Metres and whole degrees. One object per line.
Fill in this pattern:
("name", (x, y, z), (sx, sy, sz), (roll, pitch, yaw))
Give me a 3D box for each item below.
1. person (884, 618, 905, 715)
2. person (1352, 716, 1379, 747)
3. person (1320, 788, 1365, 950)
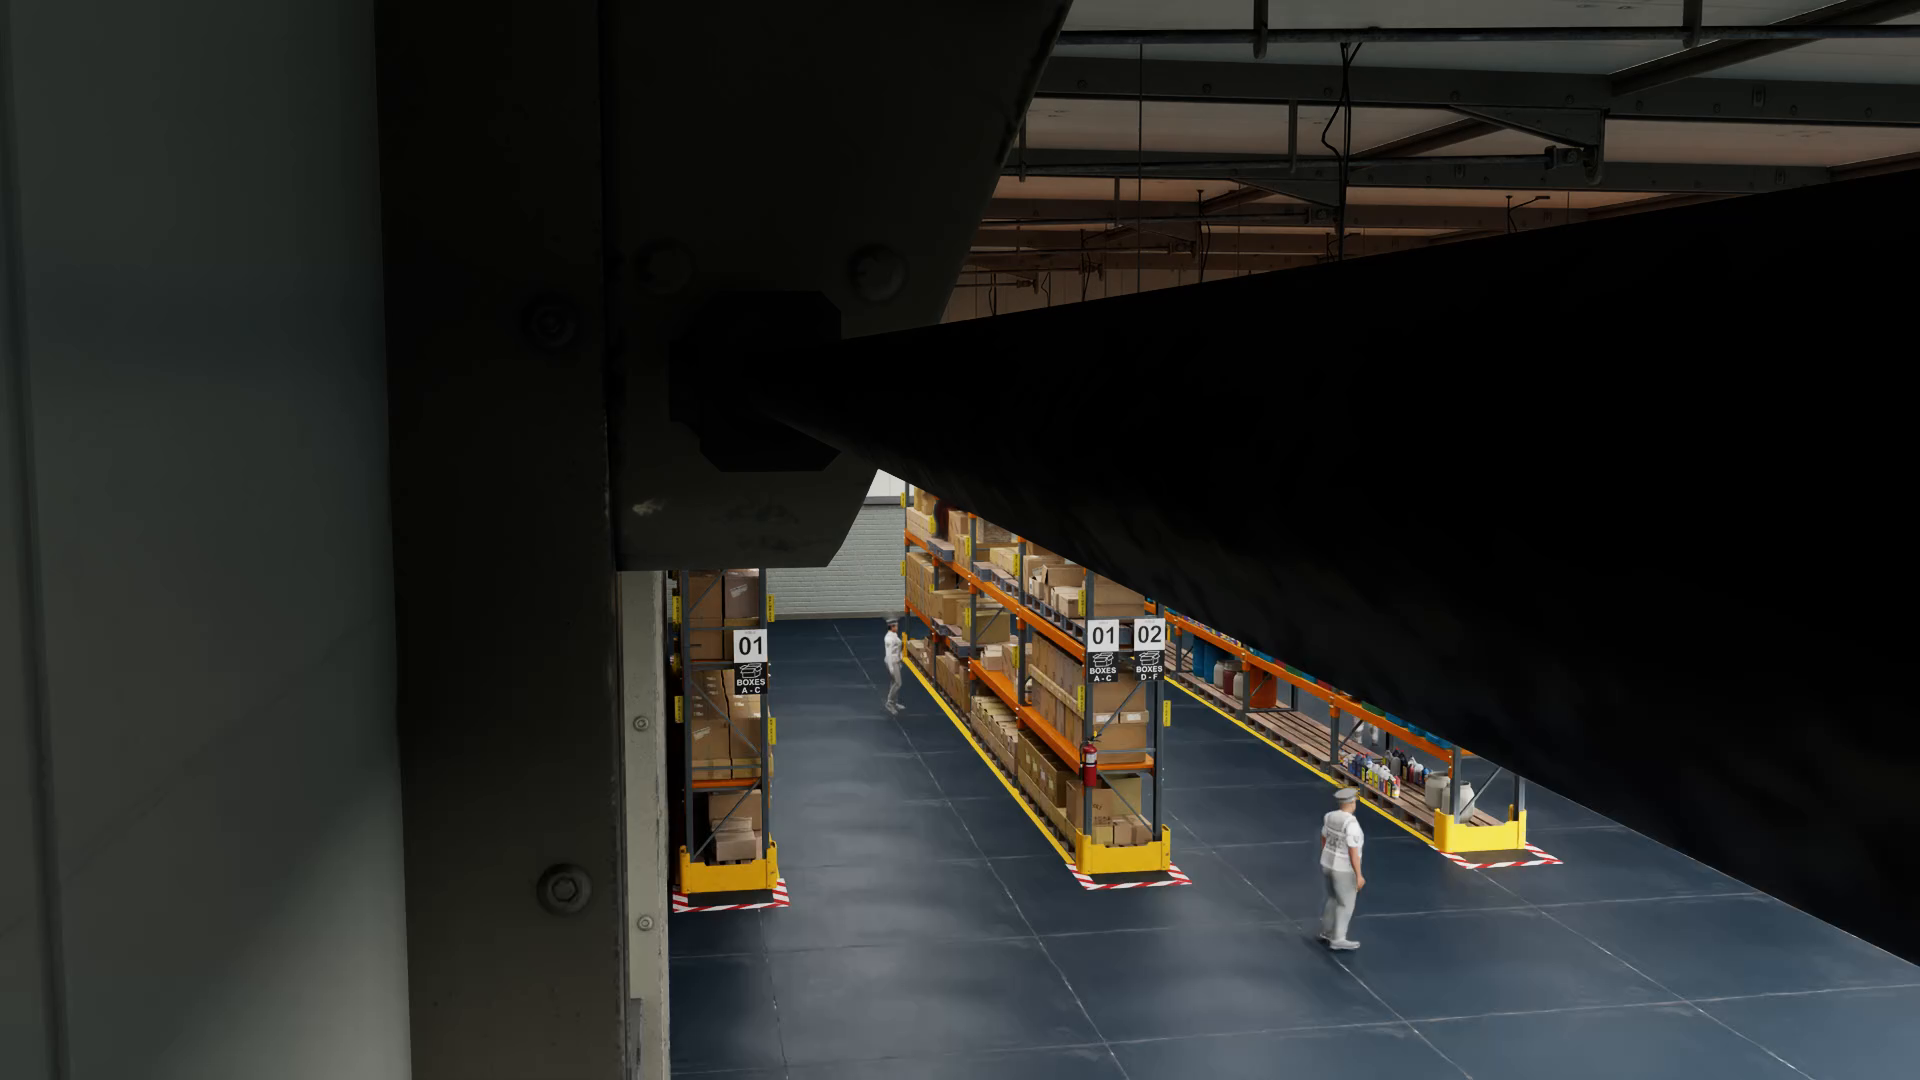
("person", (-1.190, 2.281, 30.202), (0.366, 1.714, 0.512), (1, 6, 9))
("person", (6.768, 2.573, 27.746), (0.552, 1.826, 0.434), (1, 6, 11))
("person", (4.173, 3.607, 18.150), (0.419, 1.801, 0.629), (-2, 6, -21))
